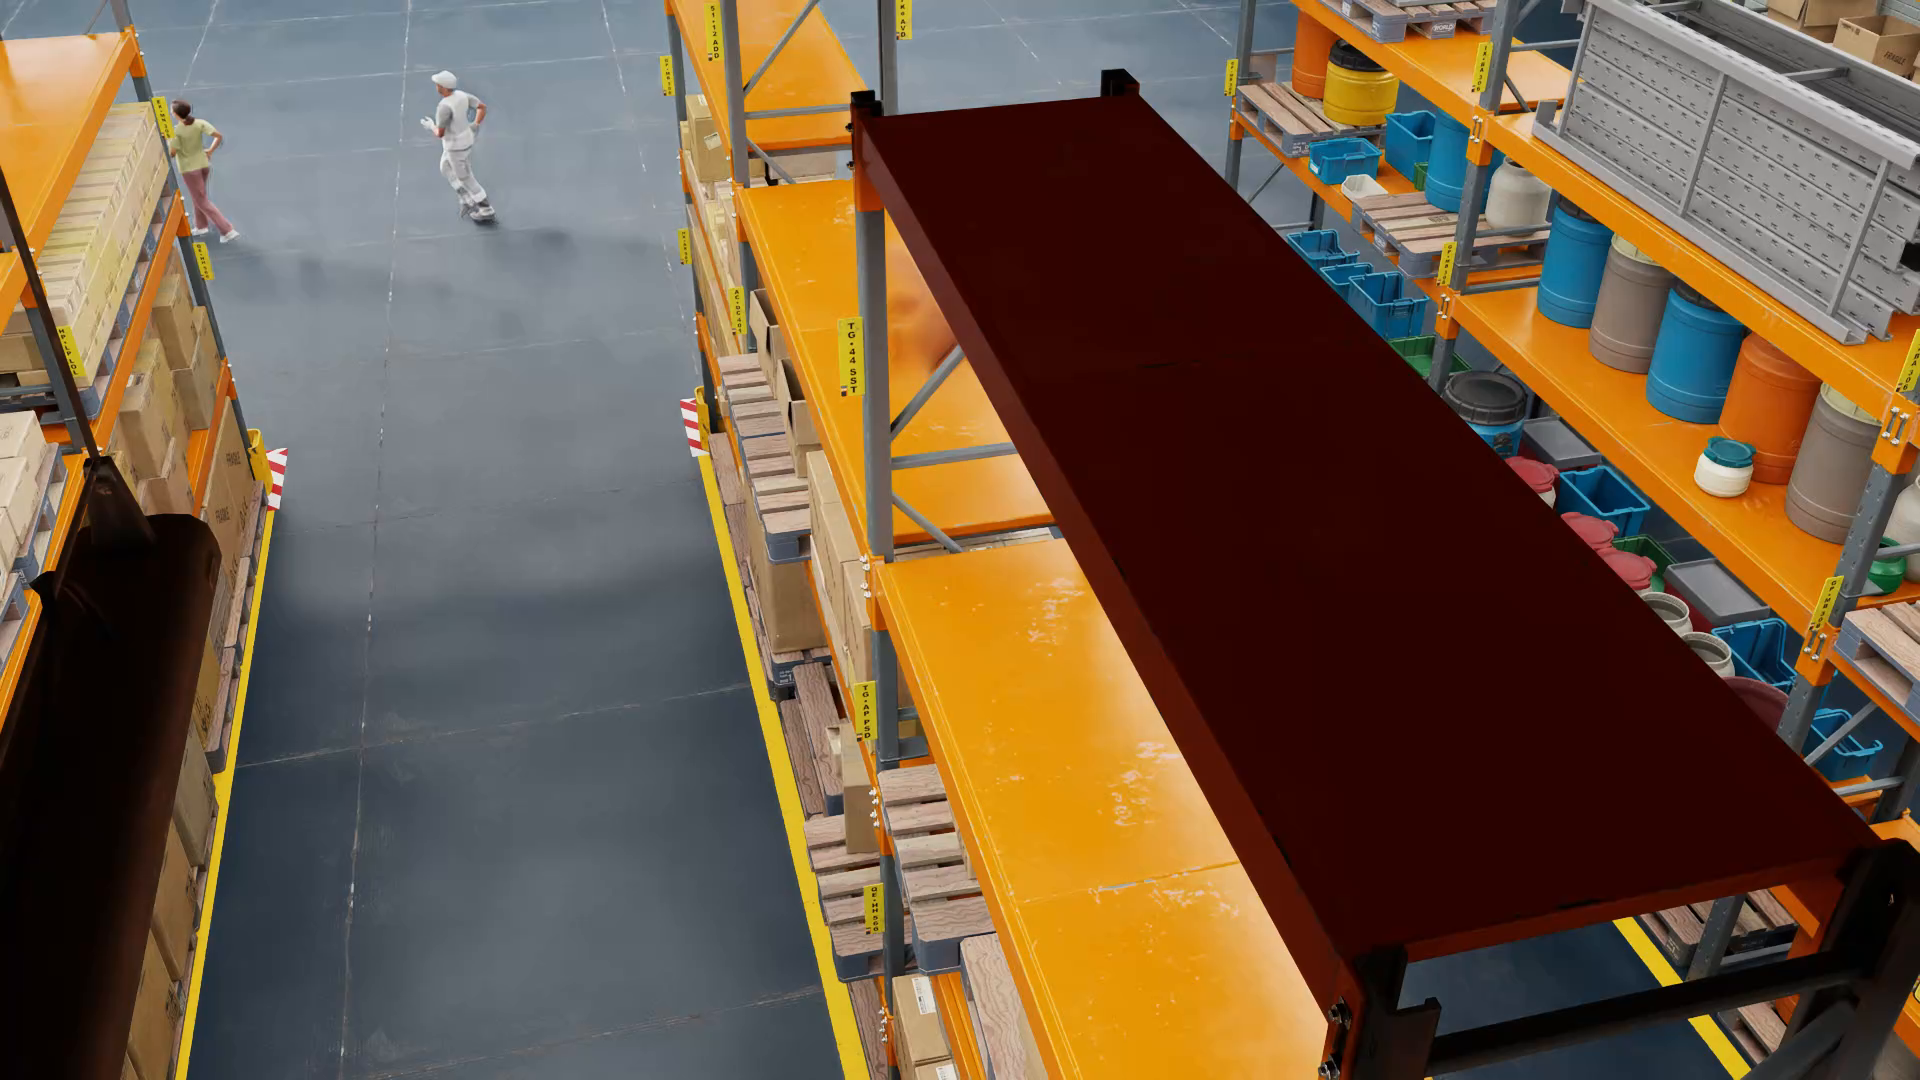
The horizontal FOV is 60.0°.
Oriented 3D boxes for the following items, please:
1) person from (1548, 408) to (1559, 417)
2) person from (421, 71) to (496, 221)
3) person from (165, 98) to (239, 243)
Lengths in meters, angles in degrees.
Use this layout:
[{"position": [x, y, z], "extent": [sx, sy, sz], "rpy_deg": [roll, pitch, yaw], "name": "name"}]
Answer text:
[{"position": [5.466, -1.420, 14.609], "extent": [0.671, 1.777, 0.675], "rpy_deg": [-10, 36, -14], "name": "person"}, {"position": [-5.785, -4.514, 19.071], "extent": [0.688, 1.775, 0.650], "rpy_deg": [4, 35, 5], "name": "person"}, {"position": [-8.531, -4.110, 18.567], "extent": [0.870, 1.686, 0.573], "rpy_deg": [15, 37, 21], "name": "person"}]
